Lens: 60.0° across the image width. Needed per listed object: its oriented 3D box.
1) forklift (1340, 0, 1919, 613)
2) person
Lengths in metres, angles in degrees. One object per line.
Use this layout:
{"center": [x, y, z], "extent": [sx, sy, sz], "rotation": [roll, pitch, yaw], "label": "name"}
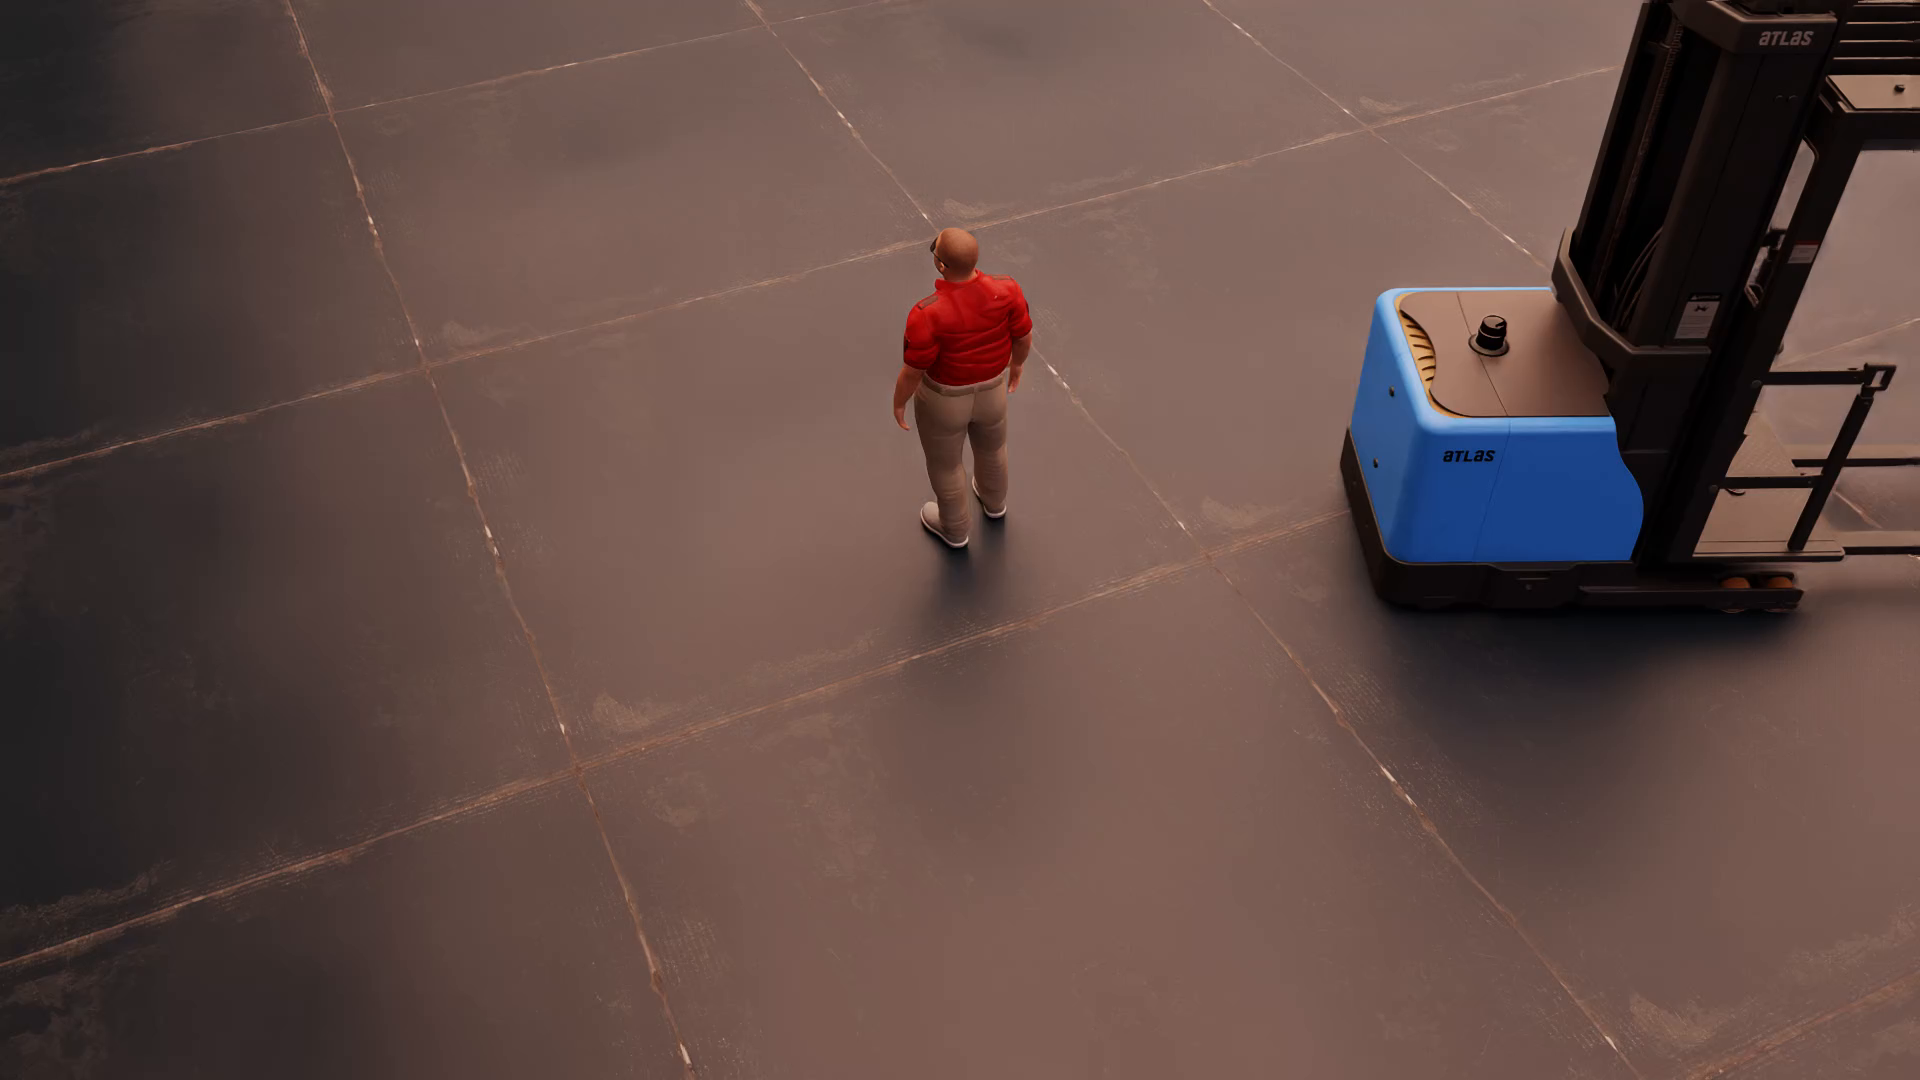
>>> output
{"center": [3.374, -1.108, 6.867], "extent": [3.031, 2.935, 1.130], "rotation": [-1, 43, -1], "label": "forklift"}
{"center": [-0.026, -0.696, 7.297], "extent": [0.640, 1.727, 0.551], "rotation": [-18, 46, -18], "label": "person"}
